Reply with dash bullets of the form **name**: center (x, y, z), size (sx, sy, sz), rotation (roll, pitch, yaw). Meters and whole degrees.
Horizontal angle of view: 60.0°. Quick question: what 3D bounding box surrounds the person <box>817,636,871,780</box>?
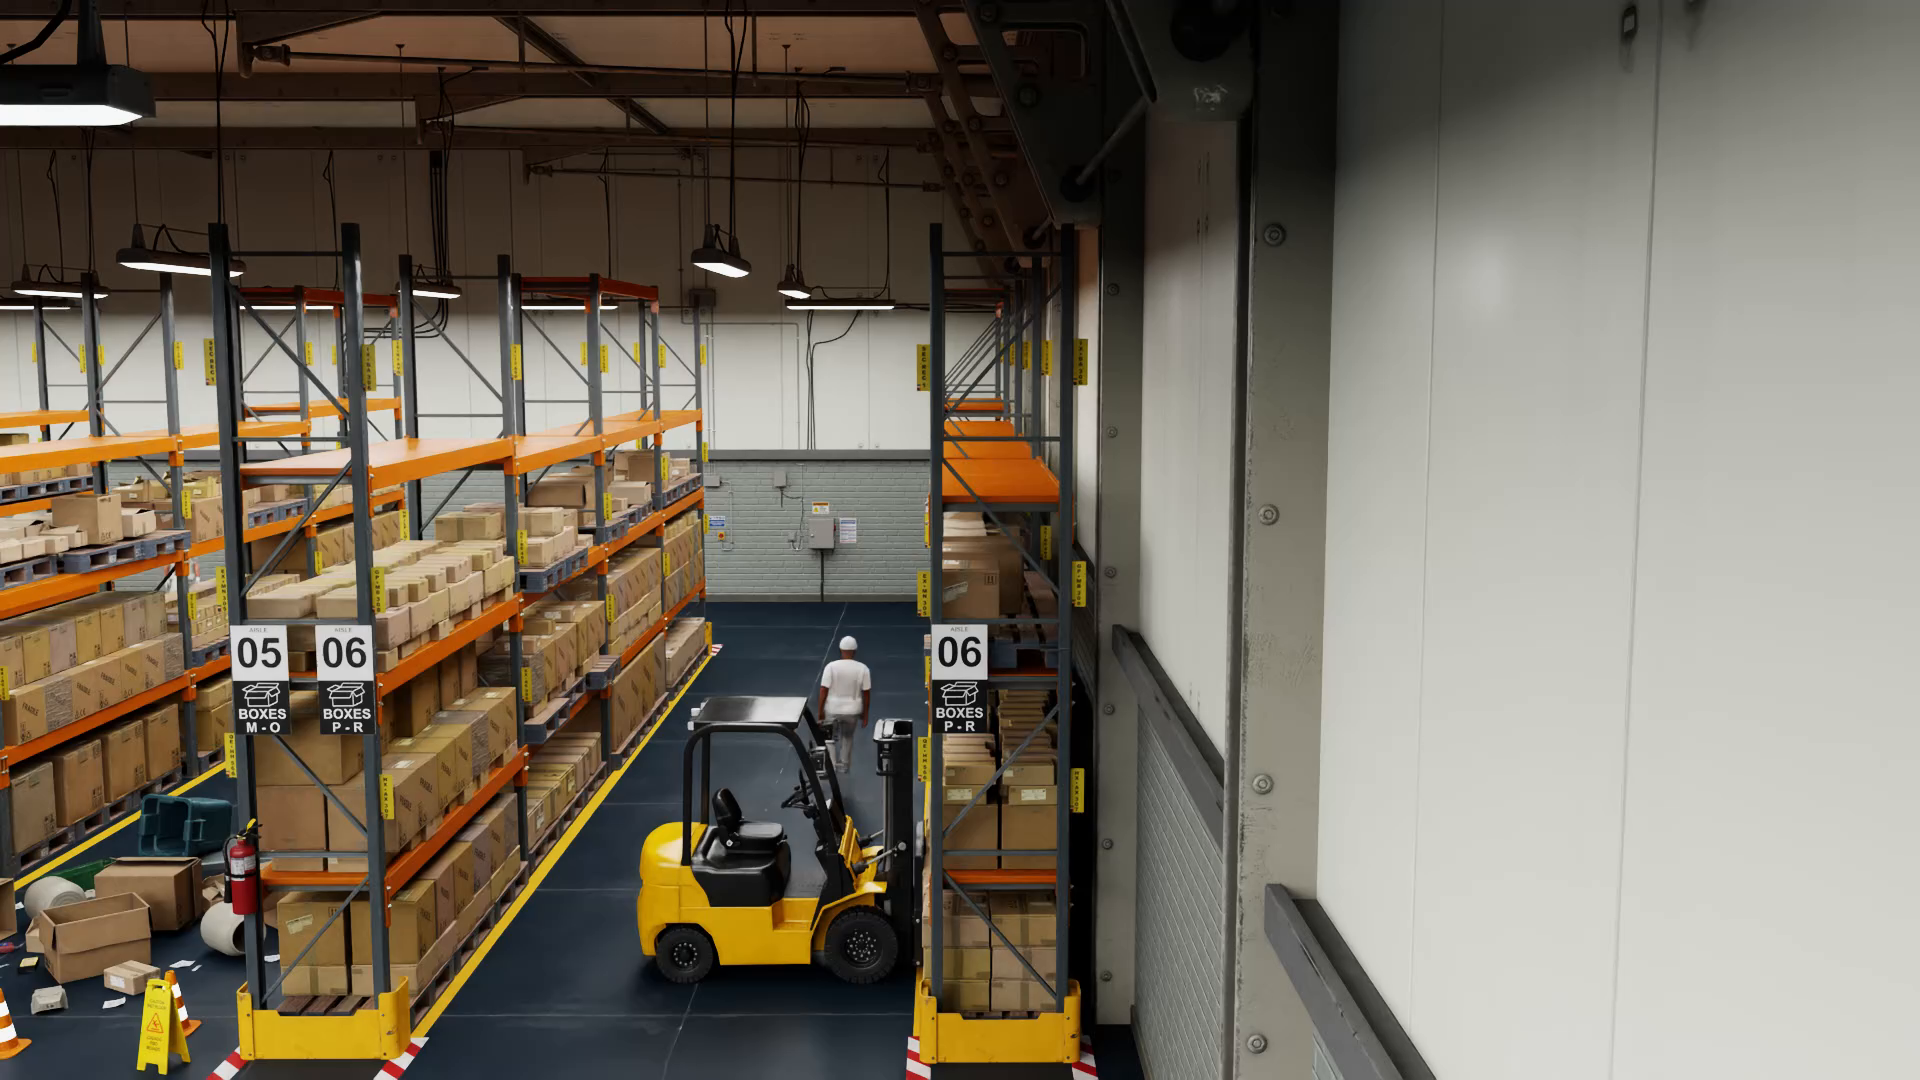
- **person**: center (-1.333, 1.927, 19.133), size (0.617, 1.664, 0.514), rotation (-1, 7, -7)

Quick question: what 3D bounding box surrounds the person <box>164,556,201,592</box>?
- **person**: center (-14.207, 0.746, 30.379), size (0.598, 1.765, 0.959), rotation (-4, 8, -30)
